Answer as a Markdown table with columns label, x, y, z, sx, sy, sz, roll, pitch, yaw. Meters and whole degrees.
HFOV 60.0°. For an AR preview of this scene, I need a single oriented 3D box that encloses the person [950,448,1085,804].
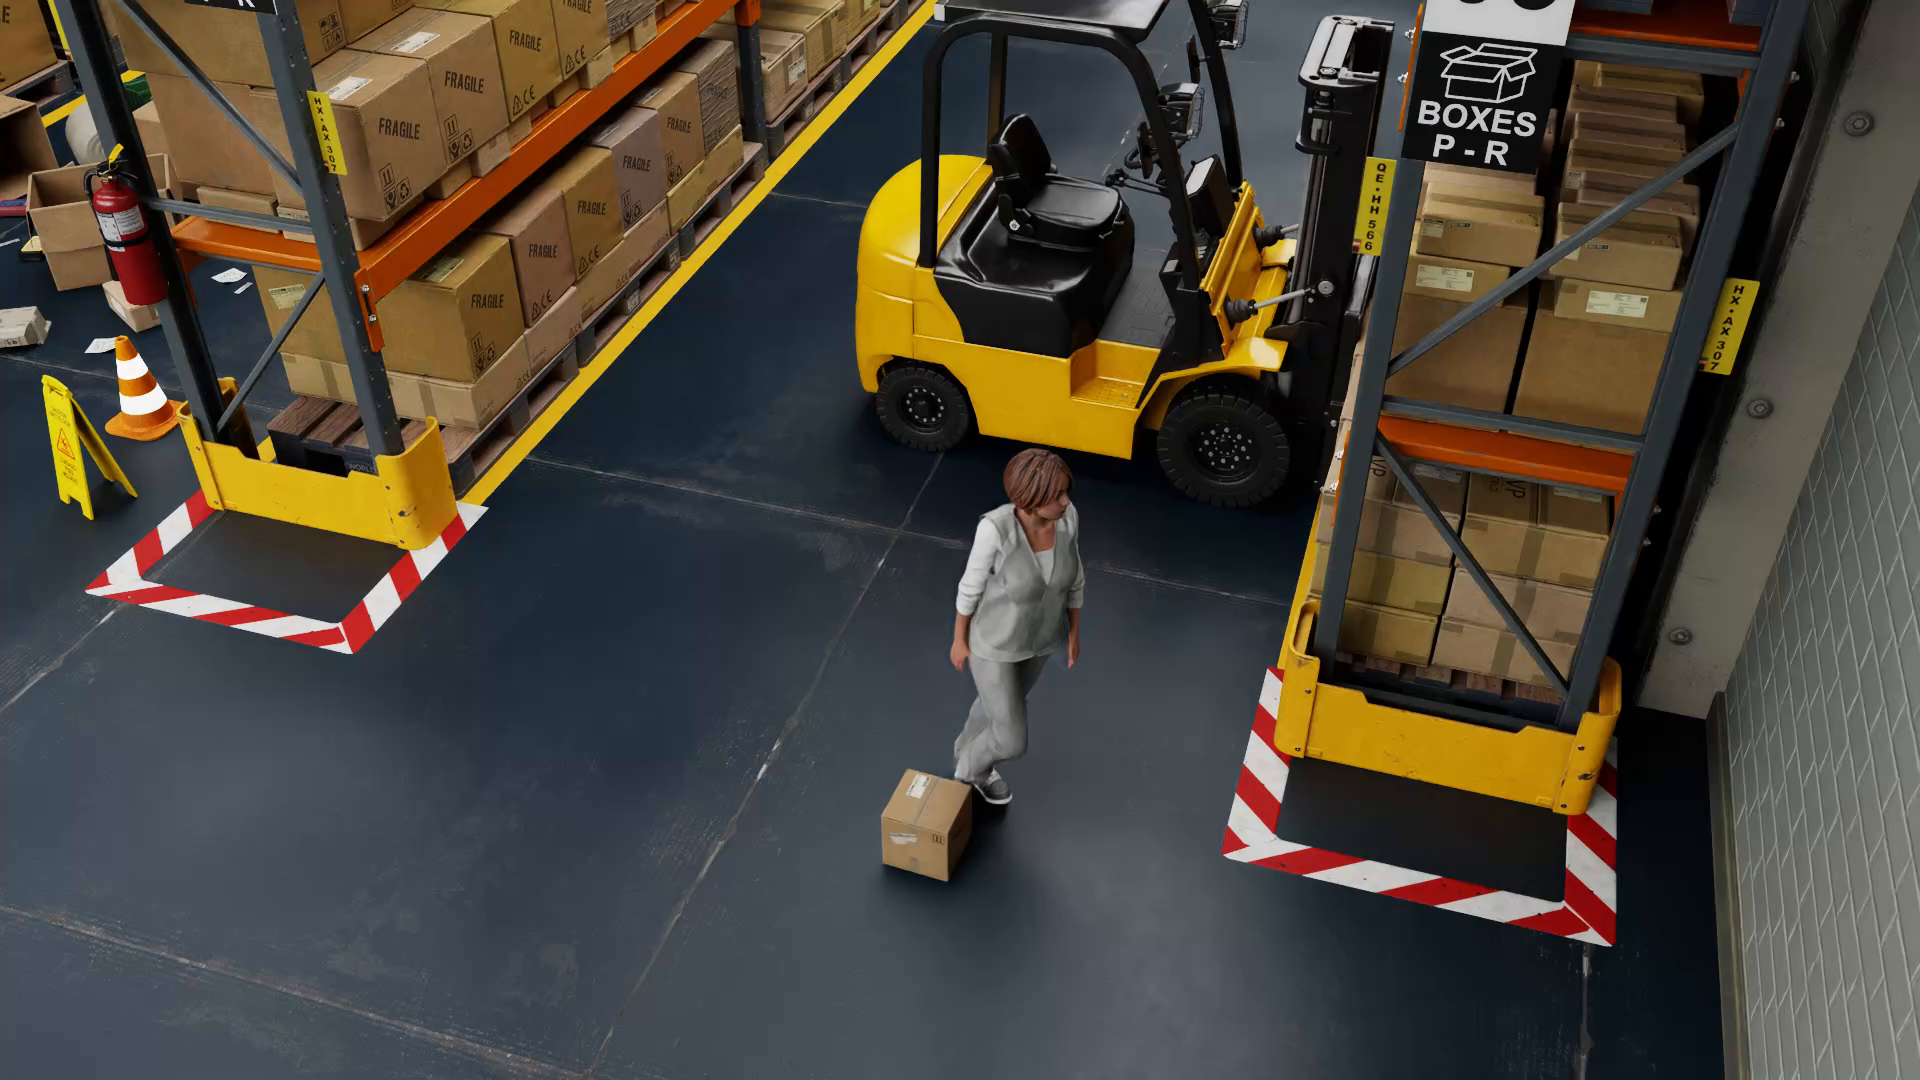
| label | x | y | z | sx | sy | sz | roll | pitch | yaw |
| --- | --- | --- | --- | --- | --- | --- | --- | --- | --- |
| person | 0.160 | 0.331 | 5.693 | 0.513 | 1.583 | 0.474 | -23 | 43 | -27 |
